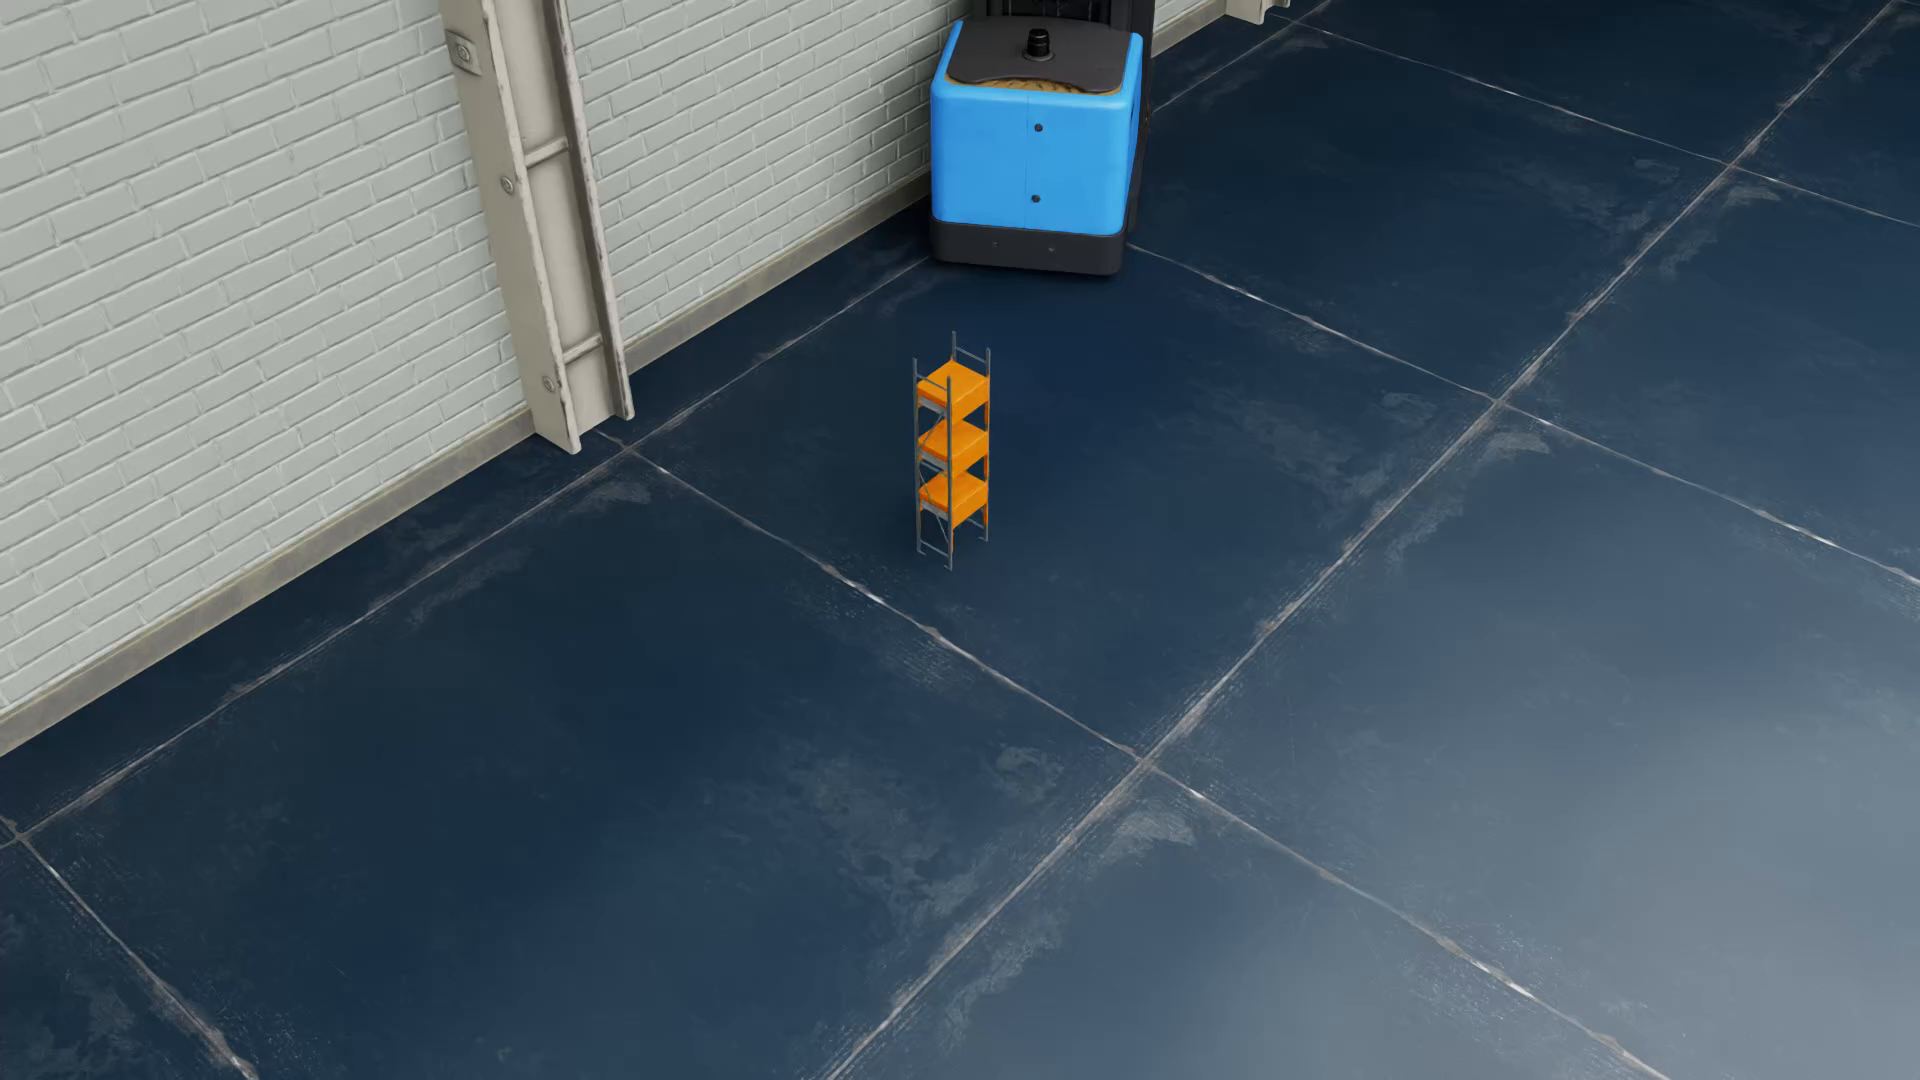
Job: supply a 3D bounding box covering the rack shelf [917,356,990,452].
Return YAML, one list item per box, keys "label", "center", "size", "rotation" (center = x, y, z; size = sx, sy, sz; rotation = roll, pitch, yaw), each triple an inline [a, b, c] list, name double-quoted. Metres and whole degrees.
- label: "rack shelf"
  center: [-0.034, -0.563, 6.865]
  size: [0.215, 0.259, 0.240]
  rotation: [29, 50, 28]

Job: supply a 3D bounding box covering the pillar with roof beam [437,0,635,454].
- label: "pillar with roof beam"
  center: [1.472, -2.037, 2.983]
  size: [9.100, 9.000, 0.400]
  rotation: [29, 50, 28]

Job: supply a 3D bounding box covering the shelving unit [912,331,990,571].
- label: "shelving unit"
  center: [-0.034, -0.361, 7.049]
  size: [0.215, 1.050, 0.252]
  rotation: [29, 50, 28]

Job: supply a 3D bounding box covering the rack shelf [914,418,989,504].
- label: "rack shelf"
  center: [-0.034, -0.353, 7.056]
  size: [0.215, 0.259, 0.240]
  rotation: [29, 50, 28]

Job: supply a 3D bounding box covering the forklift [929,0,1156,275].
- label: "forklift"
  center: [0.578, -3.496, 9.098]
  size: [1.130, 2.935, 3.031]
  rotation: [6, 43, 7]

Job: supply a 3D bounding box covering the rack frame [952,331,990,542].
- label: "rack frame"
  center: [0.044, -0.424, 7.118]
  size: [0.200, 1.050, 0.008]
  rotation: [29, 50, 28]

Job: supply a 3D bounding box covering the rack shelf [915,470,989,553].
- label: "rack shelf"
  center: [-0.034, -0.147, 7.243]
  size: [0.215, 0.259, 0.240]
  rotation: [29, 50, 28]

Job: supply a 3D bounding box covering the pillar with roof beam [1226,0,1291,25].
- label: "pillar with roof beam"
  center: [5.333, -5.126, 6.381]
  size: [9.100, 9.000, 0.400]
  rotation: [29, 50, 28]

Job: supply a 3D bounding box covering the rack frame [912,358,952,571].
- label: "rack frame"
  center: [-0.113, -0.298, 6.980]
  size: [0.200, 1.050, 0.008]
  rotation: [29, 50, 28]
